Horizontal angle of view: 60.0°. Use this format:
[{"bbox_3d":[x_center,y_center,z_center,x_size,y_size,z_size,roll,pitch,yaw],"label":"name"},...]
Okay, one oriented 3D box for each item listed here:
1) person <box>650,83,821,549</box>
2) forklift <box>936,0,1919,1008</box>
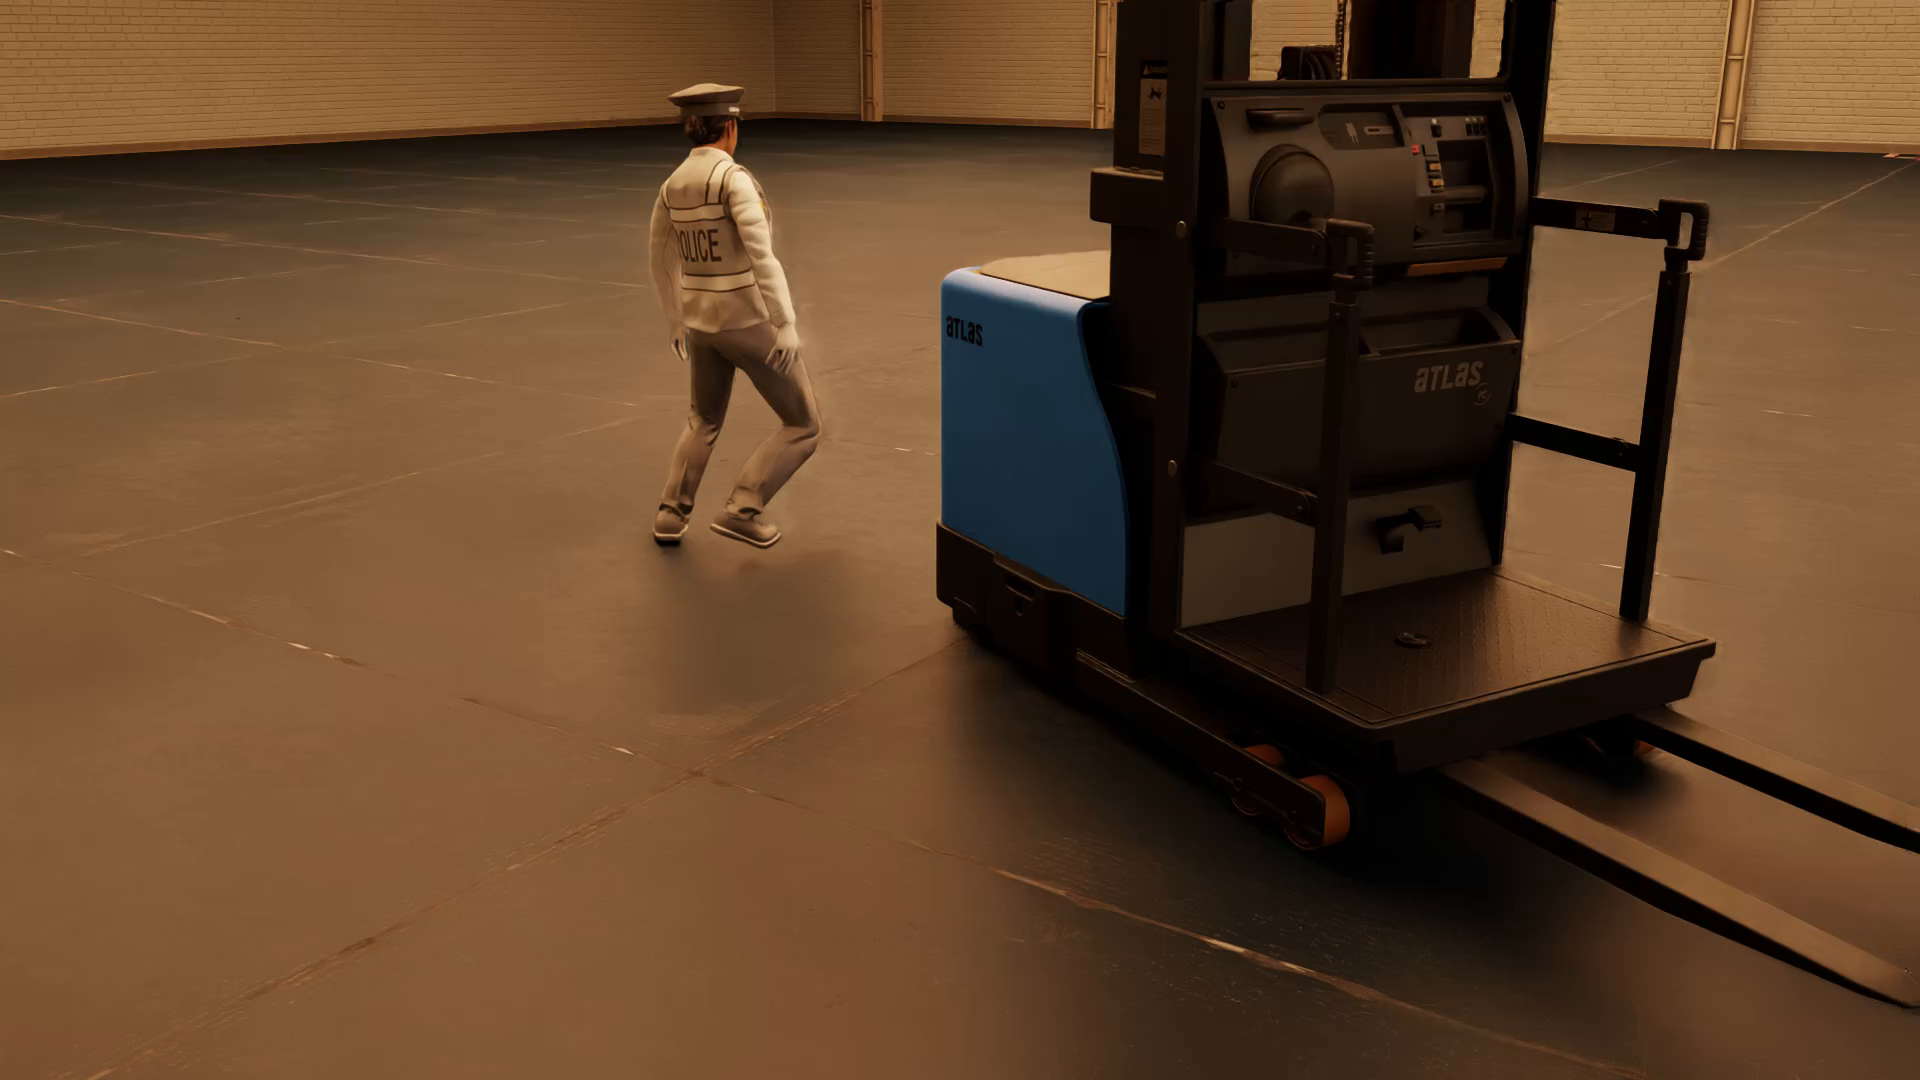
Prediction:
[{"bbox_3d":[-0.785,-0.730,5.658,0.460,1.588,0.817,-16,23,-42],"label":"person"},{"bbox_3d":[1.082,-0.868,3.736,1.130,2.935,3.031,-9,19,-28],"label":"forklift"}]
